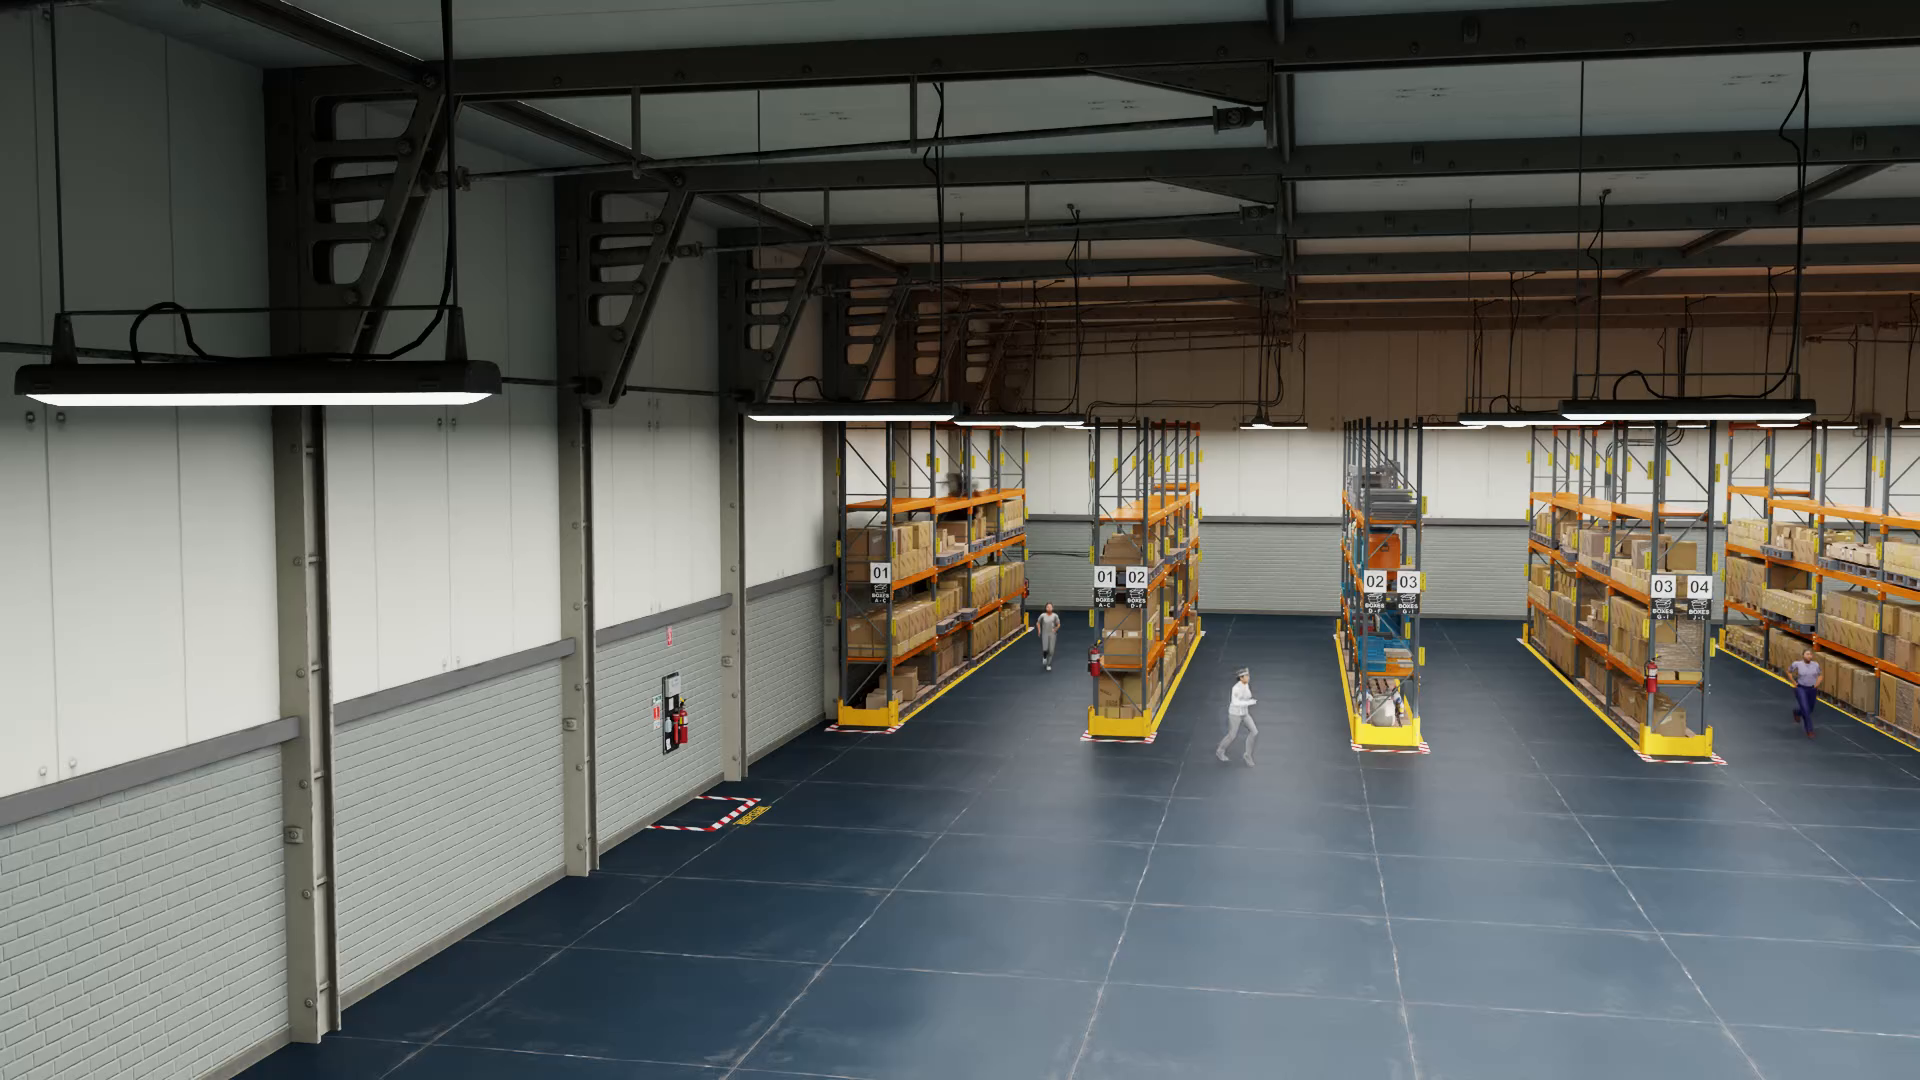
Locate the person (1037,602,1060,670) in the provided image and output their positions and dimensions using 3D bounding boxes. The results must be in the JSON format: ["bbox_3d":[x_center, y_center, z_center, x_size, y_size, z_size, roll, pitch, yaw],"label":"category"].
[{"bbox_3d":[2.132,2.319,39.984,0.566,1.622,0.557,0,4,0],"label":"person"}]

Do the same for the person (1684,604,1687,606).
[{"bbox_3d":[19.760,2.005,44.811,0.873,1.611,0.648,-2,4,-32],"label":"person"}]

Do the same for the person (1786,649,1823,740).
[{"bbox_3d":[16.020,2.885,31.480,0.577,1.652,1.064,0,4,-1],"label":"person"}]

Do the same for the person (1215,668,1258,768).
[{"bbox_3d":[4.765,3.031,28.580,0.823,1.720,0.637,3,5,38],"label":"person"}]
